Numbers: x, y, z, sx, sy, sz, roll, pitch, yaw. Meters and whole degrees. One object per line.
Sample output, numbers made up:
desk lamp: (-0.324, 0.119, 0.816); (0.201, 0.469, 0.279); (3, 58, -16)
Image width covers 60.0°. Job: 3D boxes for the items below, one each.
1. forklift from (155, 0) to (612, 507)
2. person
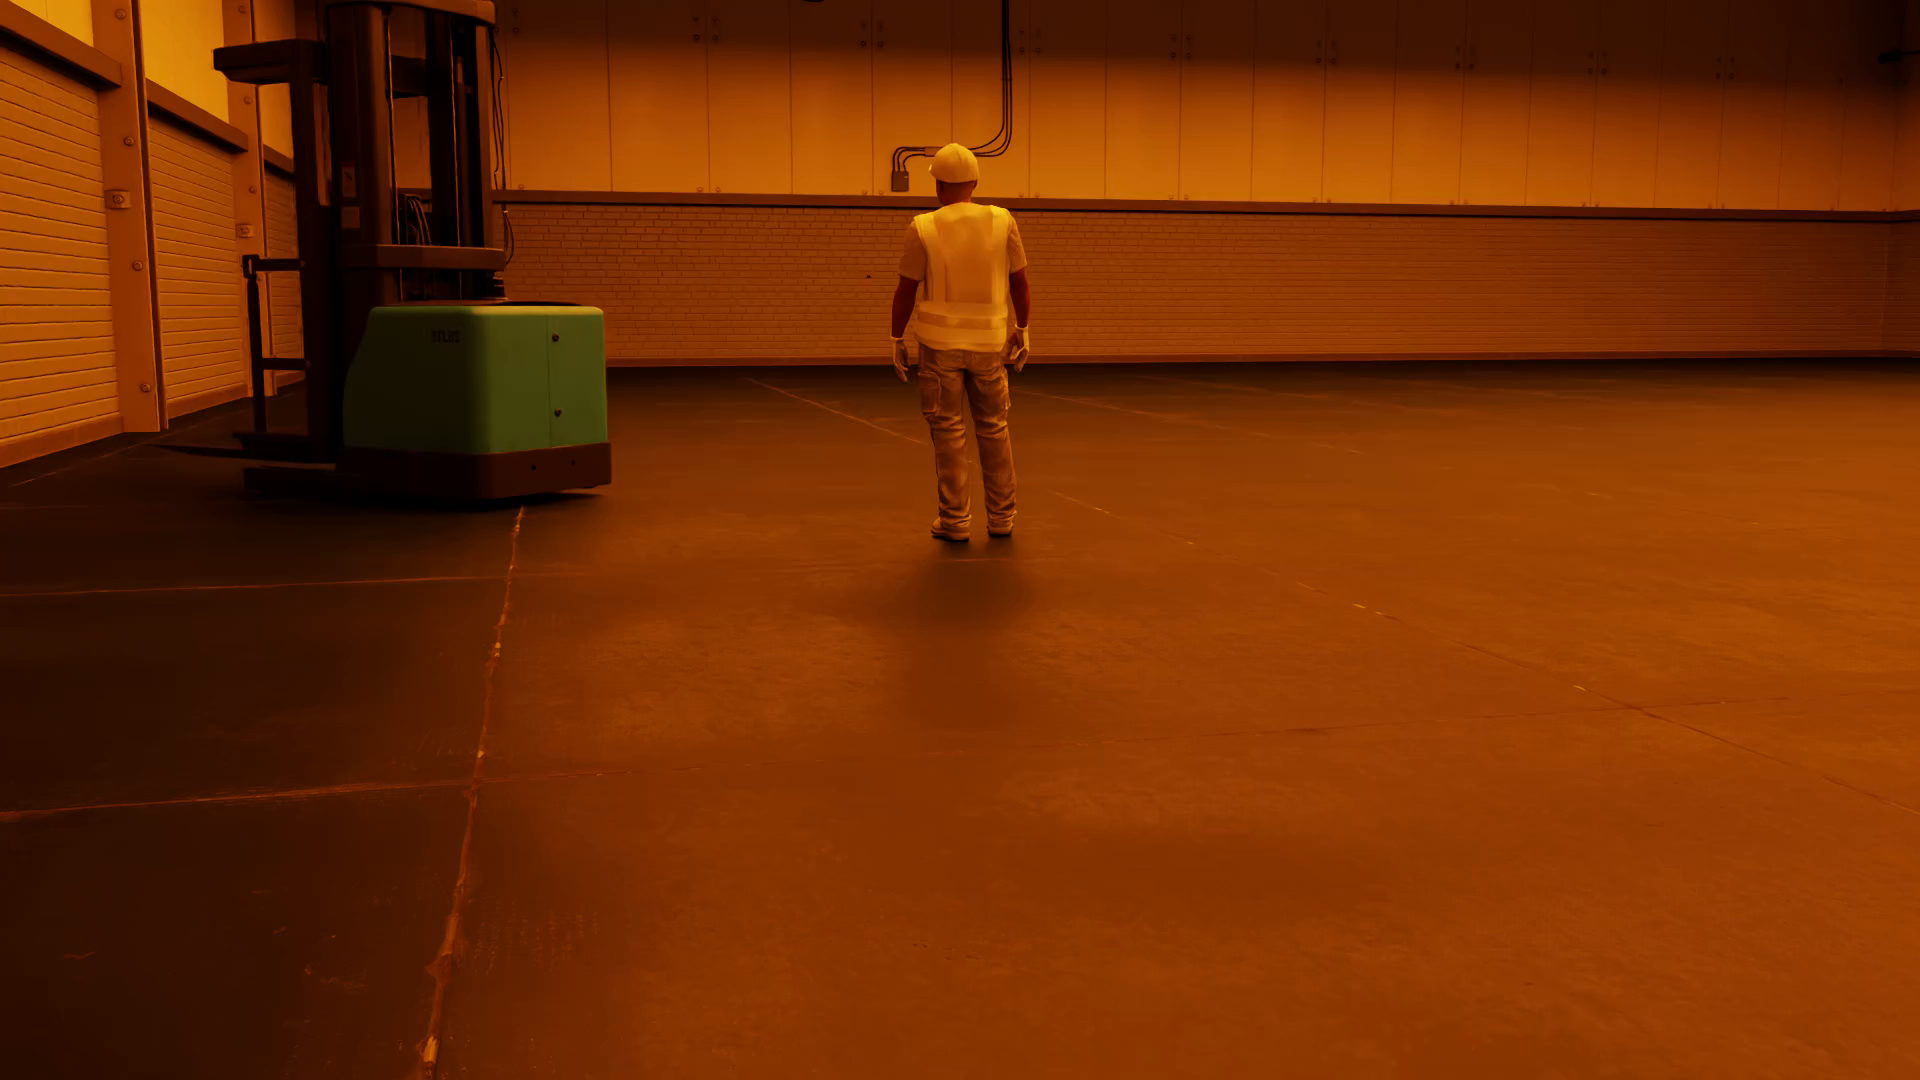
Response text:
forklift: (-3.520, -1.752, 9.652); (3.031, 2.935, 1.130); (5, 9, 30)
person: (-0.009, -0.900, 7.654); (0.657, 1.785, 0.575); (-2, 8, -13)
